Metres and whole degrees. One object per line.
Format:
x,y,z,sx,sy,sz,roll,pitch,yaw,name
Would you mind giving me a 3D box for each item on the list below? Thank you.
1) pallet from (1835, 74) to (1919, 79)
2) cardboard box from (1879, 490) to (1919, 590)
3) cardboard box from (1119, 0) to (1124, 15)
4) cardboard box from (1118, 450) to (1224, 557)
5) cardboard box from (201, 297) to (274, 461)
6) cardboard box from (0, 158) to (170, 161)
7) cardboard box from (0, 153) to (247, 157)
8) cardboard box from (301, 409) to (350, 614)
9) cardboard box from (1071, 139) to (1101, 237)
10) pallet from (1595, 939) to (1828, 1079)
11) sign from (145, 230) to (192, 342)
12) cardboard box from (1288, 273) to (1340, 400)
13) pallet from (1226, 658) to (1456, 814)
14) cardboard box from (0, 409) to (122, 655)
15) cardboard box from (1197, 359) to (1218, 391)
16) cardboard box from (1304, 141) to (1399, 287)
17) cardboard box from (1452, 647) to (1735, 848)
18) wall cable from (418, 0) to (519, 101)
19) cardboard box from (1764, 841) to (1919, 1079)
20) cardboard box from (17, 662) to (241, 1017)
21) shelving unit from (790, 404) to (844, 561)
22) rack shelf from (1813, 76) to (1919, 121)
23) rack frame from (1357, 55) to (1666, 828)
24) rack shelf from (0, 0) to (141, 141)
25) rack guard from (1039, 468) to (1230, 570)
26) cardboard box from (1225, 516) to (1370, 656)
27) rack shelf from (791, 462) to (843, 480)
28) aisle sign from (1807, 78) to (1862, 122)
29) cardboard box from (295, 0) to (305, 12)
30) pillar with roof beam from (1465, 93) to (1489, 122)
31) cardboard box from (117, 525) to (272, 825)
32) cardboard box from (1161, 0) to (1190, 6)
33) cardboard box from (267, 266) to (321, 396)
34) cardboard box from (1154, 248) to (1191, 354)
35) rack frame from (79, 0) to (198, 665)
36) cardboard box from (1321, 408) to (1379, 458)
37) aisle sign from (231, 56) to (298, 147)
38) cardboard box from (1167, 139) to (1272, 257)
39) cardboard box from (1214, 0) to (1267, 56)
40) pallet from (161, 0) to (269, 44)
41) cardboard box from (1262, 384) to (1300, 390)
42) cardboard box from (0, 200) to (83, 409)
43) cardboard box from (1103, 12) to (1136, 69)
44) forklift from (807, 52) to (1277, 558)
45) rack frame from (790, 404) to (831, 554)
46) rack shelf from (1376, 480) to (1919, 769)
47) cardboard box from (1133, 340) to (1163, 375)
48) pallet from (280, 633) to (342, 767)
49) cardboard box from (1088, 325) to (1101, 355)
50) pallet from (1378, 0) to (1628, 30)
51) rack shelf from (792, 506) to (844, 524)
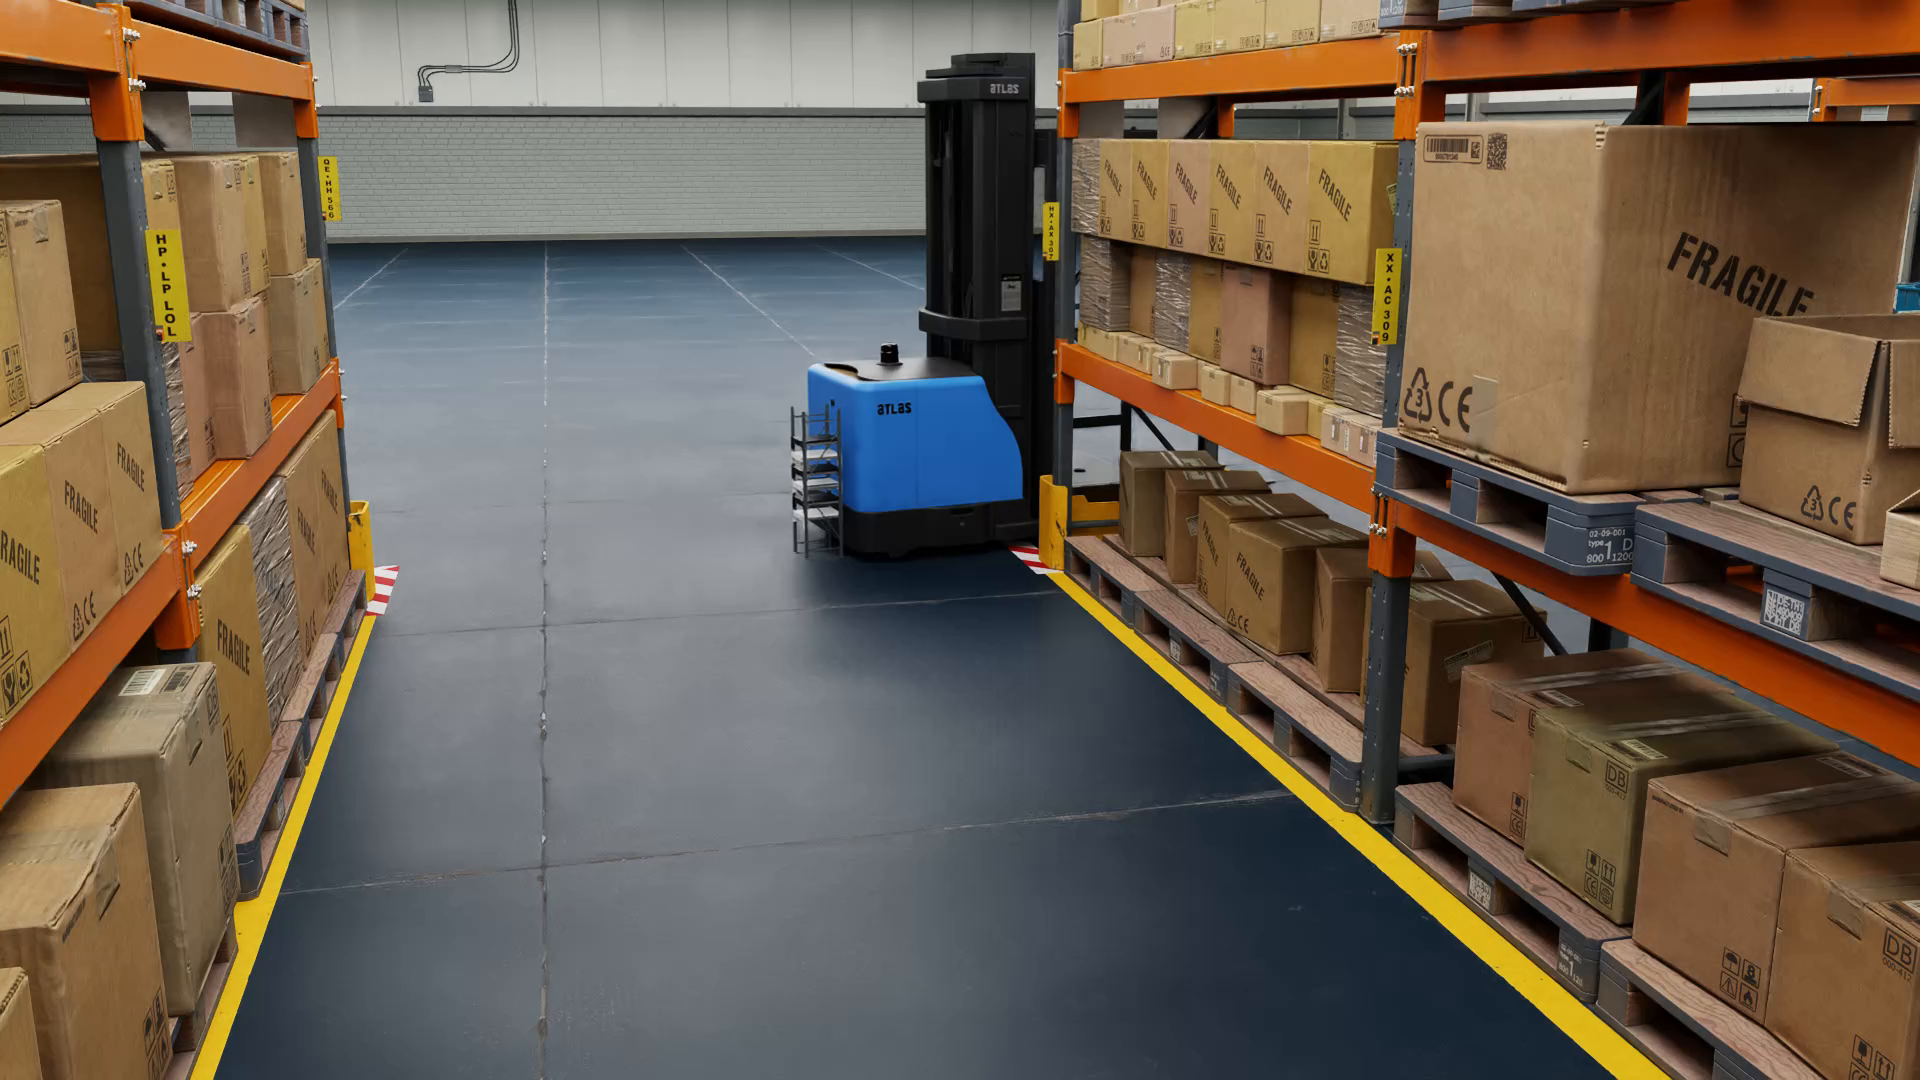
5.963,-2.811,9.692,1.003,0.211,1.213,-3,14,-13,pallet
2.274,-0.029,3.624,0.396,0.266,0.258,-4,14,-15,cardboard box
1.035,-2.751,8.523,0.380,0.149,0.250,-4,14,-14,cardboard box
1.179,-0.211,9.352,0.500,0.500,0.500,-1,14,-3,cardboard box
-3.119,-0.604,6.264,0.875,0.550,0.550,-3,14,-13,cardboard box
-3.152,-0.995,5.588,0.875,0.550,0.550,-3,14,-13,cardboard box
-3.528,-1.364,7.099,0.875,0.550,0.550,-3,14,-13,cardboard box
-3.573,-0.132,8.240,0.875,0.875,0.875,-3,14,-13,cardboard box
0.913,-1.903,8.951,0.500,0.500,0.500,-3,14,-13,cardboard box
2.463,1.373,4.363,1.003,0.211,1.213,-3,14,-13,pallet
-2.332,-0.747,4.890,0.100,0.325,0.005,-3,14,-13,sign
1.860,-0.861,6.794,0.875,0.500,0.500,-3,14,-13,cardboard box
1.796,0.758,6.879,1.003,0.211,1.213,-3,14,-13,pallet
-2.356,-0.017,3.965,0.500,0.500,0.500,-3,14,-14,cardboard box
1.330,-0.763,7.761,0.380,0.149,0.250,-3,14,-13,cardboard box
1.615,-1.211,6.118,0.500,0.500,0.500,-3,14,-13,cardboard box
2.112,0.700,5.581,0.700,0.500,0.500,-4,14,-18,cardboard box
-11.341,-13.091,37.885,2.305,6.003,0.169,-3,14,-13,wall cable
2.468,1.069,4.072,0.700,0.500,0.500,-2,14,-8,cardboard box
-2.623,0.837,4.537,1.050,0.750,0.750,-3,14,-13,cardboard box
-0.855,-0.344,9.939,0.258,0.900,0.210,-6,15,-24,shelving unit
6.333,-2.289,8.669,1.077,0.370,4.000,-3,14,-13,rack shelf
1.988,-0.443,5.922,1.000,3.000,0.127,-3,14,-13,rack frame
-2.387,-0.837,2.726,1.077,0.370,4.000,-3,14,-13,rack shelf
1.067,-0.134,9.924,1.175,0.500,0.348,-3,14,-13,rack guard
1.569,0.202,7.663,0.500,0.500,0.500,-5,14,-18,cardboard box
-0.855,-0.399,9.926,0.258,0.077,0.200,-6,15,-24,rack shelf
5.562,-2.905,10.521,0.394,0.787,0.004,-3,14,-13,aisle sign
-3.389,-2.643,8.038,0.380,0.149,0.250,-3,14,-13,cardboard box
6.677,-10.292,33.593,9.100,9.000,0.400,-3,14,-13,pillar with roof beam
-2.936,0.489,5.698,0.875,0.875,0.875,-3,14,-12,cardboard box
1.161,-2.566,7.764,0.380,0.149,0.250,-4,14,-16,cardboard box
-3.515,-0.977,7.790,0.875,0.550,0.550,-3,14,-13,cardboard box
1.461,-1.204,8.199,0.875,0.500,0.500,-3,14,-13,cardboard box
-2.857,-0.190,4.885,1.000,3.000,0.127,-3,14,-13,rack frame
1.603,-0.413,6.326,0.380,0.149,0.250,-3,14,-13,cardboard box
-3.521,-2.409,8.489,0.394,0.787,0.004,-3,14,-13,aisle sign
1.266,-1.557,7.535,0.500,0.500,0.500,-3,14,-13,cardboard box
1.390,-2.157,6.930,0.500,0.250,0.500,-3,14,-14,cardboard box
-3.322,-2.075,6.465,1.003,0.211,1.213,-3,14,-13,pallet
1.505,-0.590,7.052,0.380,0.149,0.250,-3,14,-13,cardboard box
-2.734,-0.610,4.287,0.700,0.500,0.500,-4,14,-14,cardboard box
1.038,-2.506,8.361,0.500,0.250,0.500,-4,14,-14,cardboard box
0.594,-1.527,10.503,3.031,2.935,1.130,-6,15,-23,forklift
-0.898,-0.366,10.029,0.240,0.900,0.006,-6,15,-24,rack frame
2.458,0.367,4.118,1.077,0.370,4.000,-3,14,-13,rack shelf
1.099,-0.933,8.456,0.380,0.149,0.250,-3,14,-13,cardboard box
-3.249,0.703,7.106,1.003,0.211,1.213,-3,14,-13,pallet
0.924,-1.106,9.164,0.380,0.149,0.250,-3,14,-13,cardboard box
2.030,-1.661,4.981,1.213,0.211,1.003,-3,14,-13,pallet
-0.855,-0.137,9.990,0.258,0.077,0.200,-6,15,-24,rack shelf
